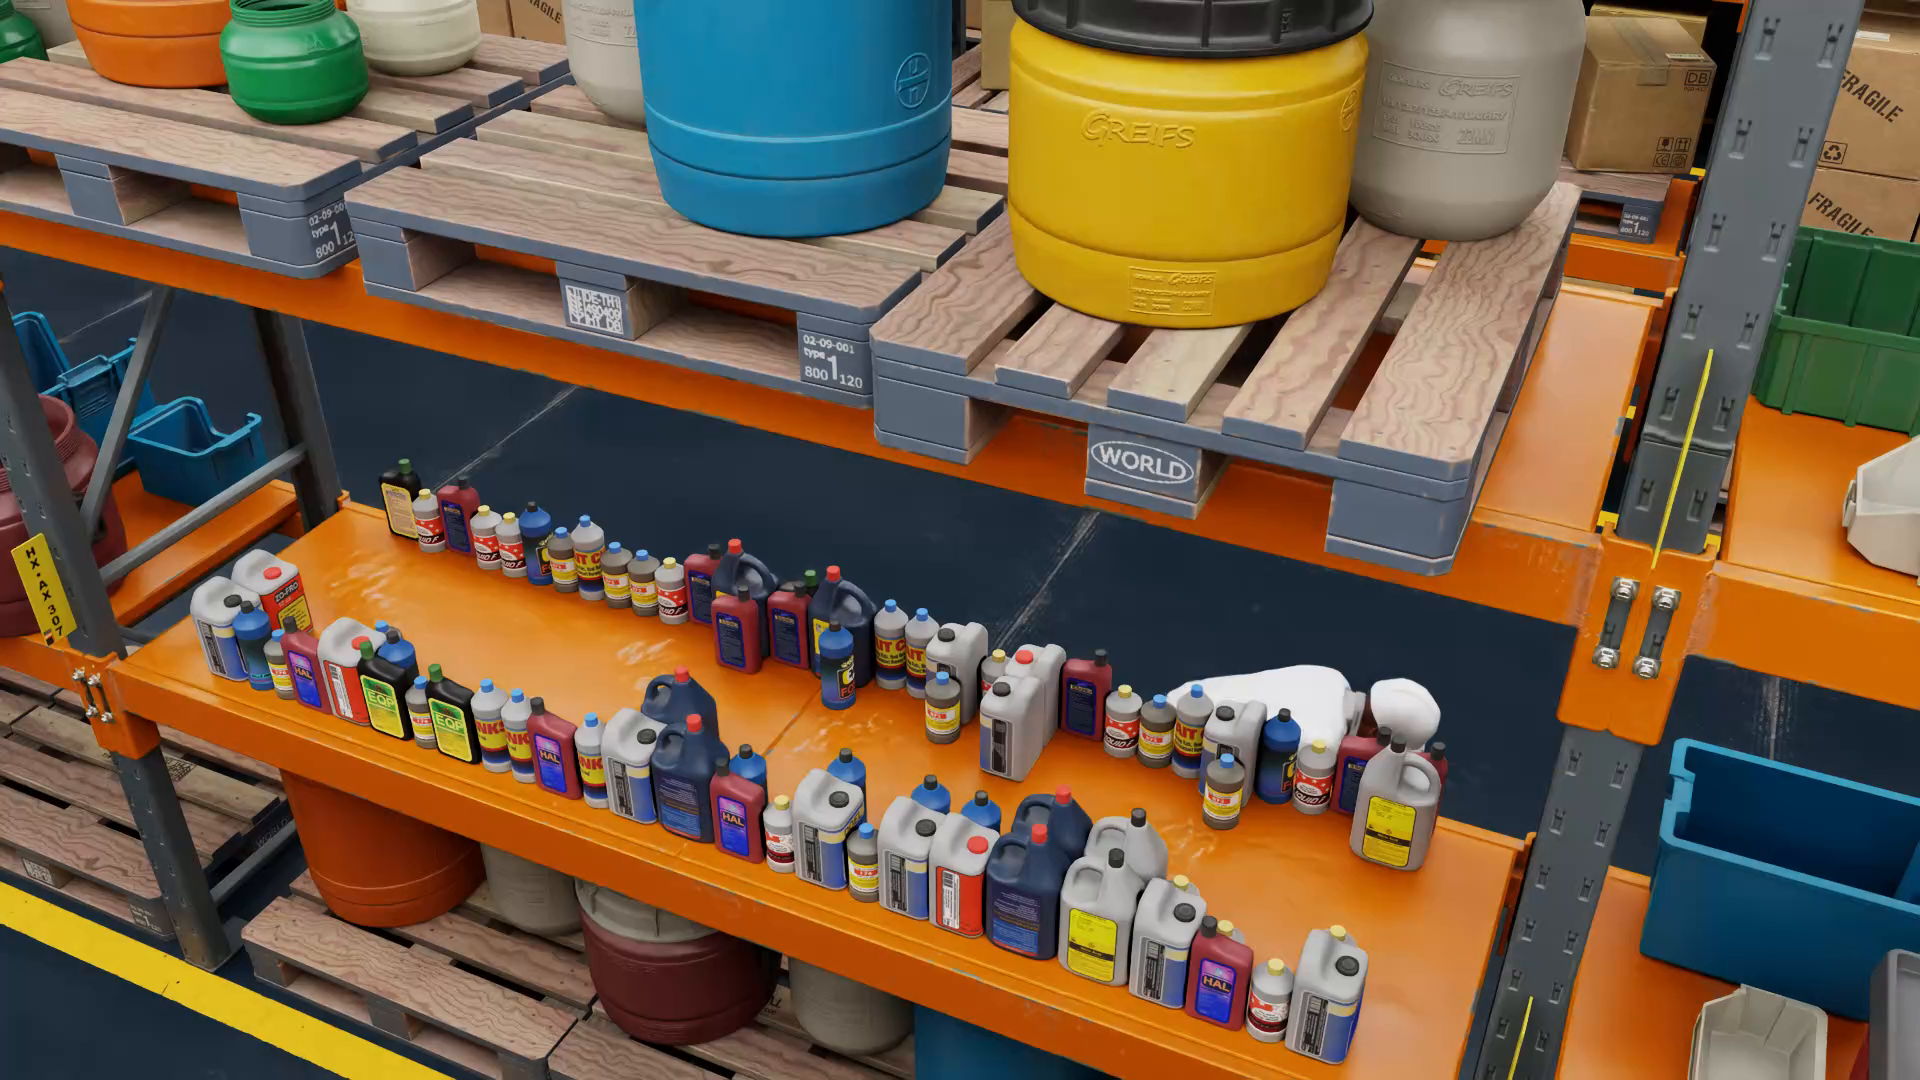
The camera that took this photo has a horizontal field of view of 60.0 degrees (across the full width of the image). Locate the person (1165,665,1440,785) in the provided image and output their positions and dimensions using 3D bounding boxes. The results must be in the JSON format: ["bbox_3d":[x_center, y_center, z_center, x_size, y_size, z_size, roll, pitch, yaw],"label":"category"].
[{"bbox_3d":[1.072,0.814,5.591,0.930,1.005,0.501,13,36,19],"label":"person"}]
